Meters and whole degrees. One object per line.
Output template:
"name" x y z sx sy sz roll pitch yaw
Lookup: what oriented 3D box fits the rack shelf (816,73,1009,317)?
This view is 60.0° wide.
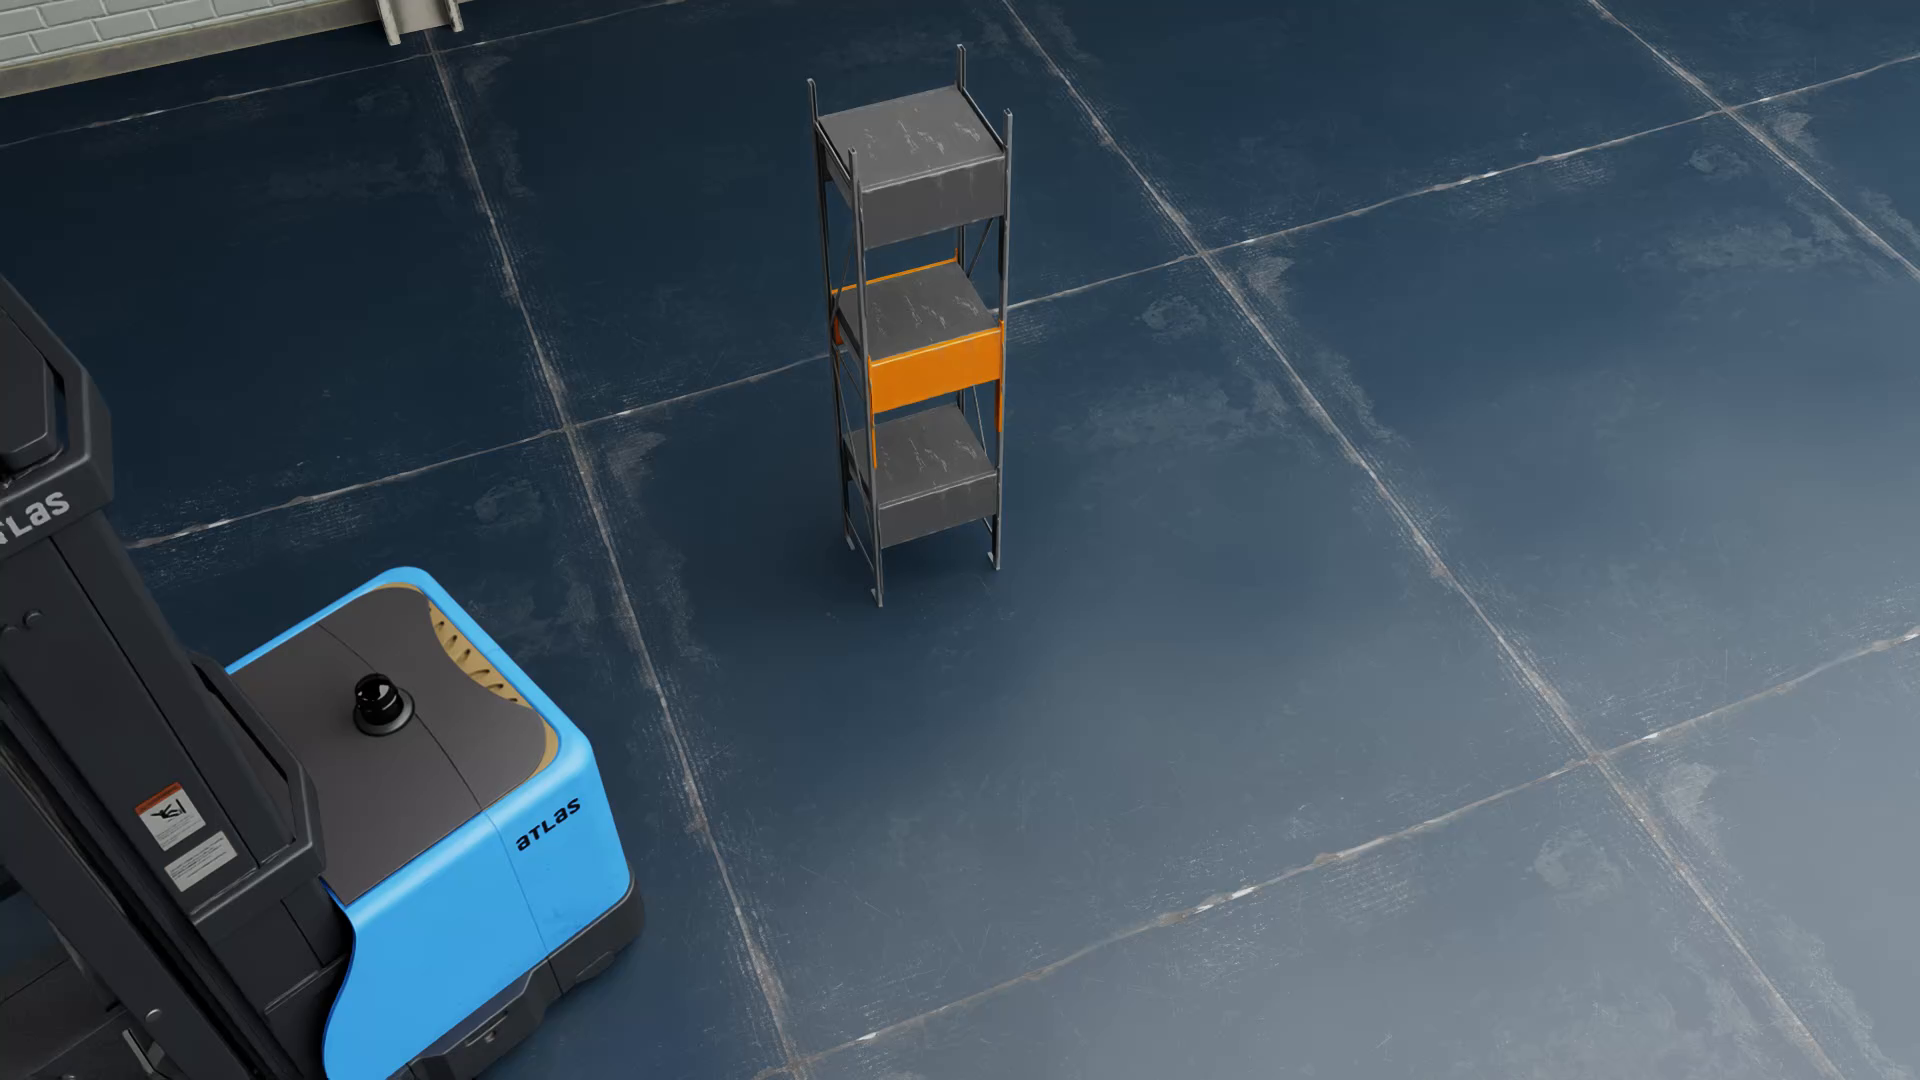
"rack shelf" -0.153 -1.084 5.233 0.480 0.518 0.431 -17 52 -14

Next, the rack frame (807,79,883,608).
"rack frame" -0.379 -0.567 5.693 0.015 2.100 0.400 -17 52 -14

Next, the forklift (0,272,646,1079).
"forklift" -2.441 0.837 3.940 3.031 2.935 1.130 -36 58 -27

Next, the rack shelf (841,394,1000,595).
"rack shelf" -0.153 -0.172 6.295 0.480 0.518 0.431 -17 52 -14

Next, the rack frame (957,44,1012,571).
"rack frame" 0.073 -0.707 5.814 0.015 2.100 0.400 -17 52 -14

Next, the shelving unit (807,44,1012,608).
"shelving unit" -0.153 -0.637 5.753 0.503 2.100 0.431 -17 52 -14

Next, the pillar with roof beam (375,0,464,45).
"pillar with roof beam" -1.281 -2.704 2.981 0.400 9.000 9.100 -17 52 -14

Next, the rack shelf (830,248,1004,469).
"rack shelf" -0.153 -0.628 5.764 0.480 0.518 0.431 -17 52 -14
